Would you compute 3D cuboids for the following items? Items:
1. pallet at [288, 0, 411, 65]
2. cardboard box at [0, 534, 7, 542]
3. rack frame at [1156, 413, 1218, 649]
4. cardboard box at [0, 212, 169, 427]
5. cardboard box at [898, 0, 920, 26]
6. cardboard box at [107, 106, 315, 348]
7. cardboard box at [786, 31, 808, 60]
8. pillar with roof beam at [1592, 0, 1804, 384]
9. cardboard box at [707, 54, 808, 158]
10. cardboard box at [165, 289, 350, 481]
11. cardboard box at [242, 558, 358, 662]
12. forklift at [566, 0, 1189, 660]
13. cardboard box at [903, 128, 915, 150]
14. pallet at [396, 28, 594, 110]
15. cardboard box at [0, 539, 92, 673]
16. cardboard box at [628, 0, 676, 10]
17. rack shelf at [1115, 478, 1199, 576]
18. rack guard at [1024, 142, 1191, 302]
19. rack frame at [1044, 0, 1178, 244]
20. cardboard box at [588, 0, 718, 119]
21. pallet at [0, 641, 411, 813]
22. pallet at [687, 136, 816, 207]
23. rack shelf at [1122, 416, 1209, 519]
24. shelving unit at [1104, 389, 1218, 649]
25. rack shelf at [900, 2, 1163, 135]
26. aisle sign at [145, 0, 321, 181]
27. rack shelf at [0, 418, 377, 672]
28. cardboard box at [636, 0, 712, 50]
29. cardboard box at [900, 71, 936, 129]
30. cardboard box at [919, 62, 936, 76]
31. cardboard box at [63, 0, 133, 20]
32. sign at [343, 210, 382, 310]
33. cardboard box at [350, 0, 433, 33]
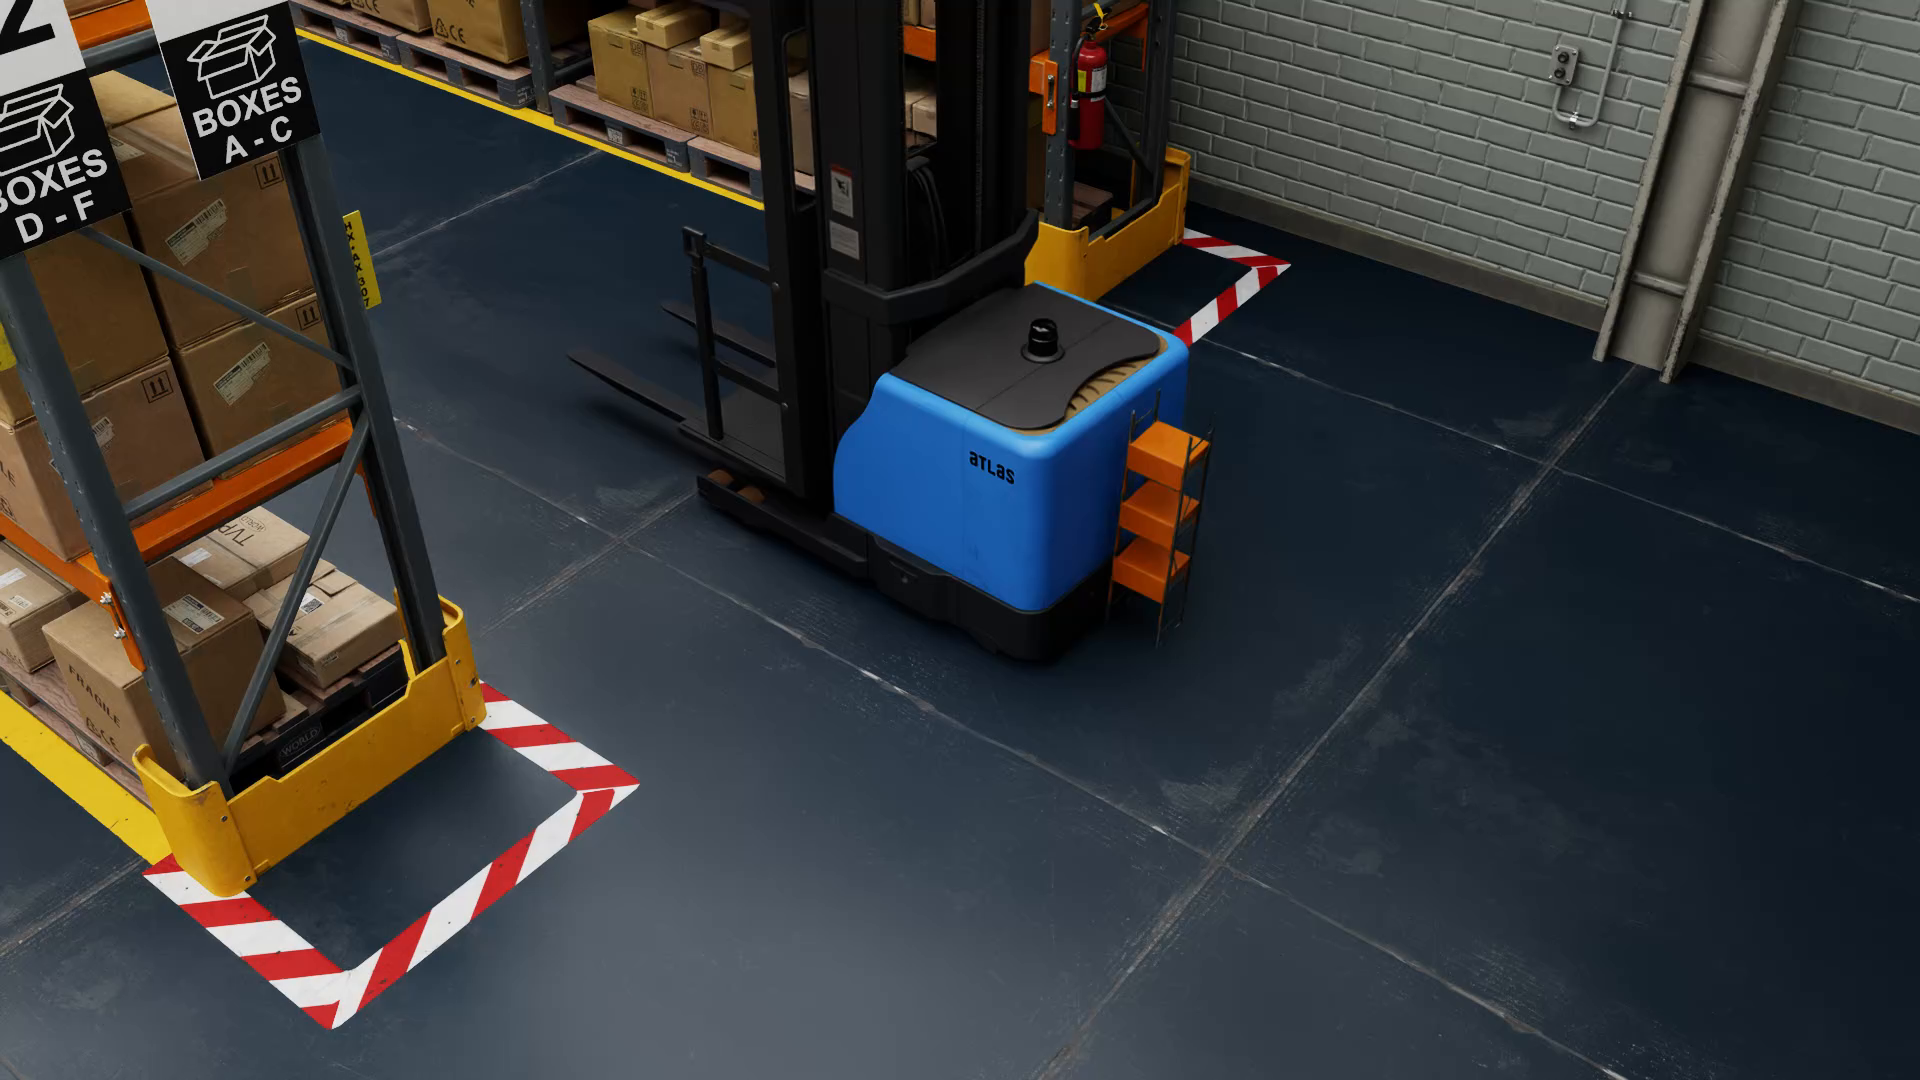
[{"bbox_3d":[-4.027,-3.799,11.932,1.213,0.211,1.003,25,45,29],"label":"pallet"},{"bbox_3d":[-3.906,-0.251,6.805,0.637,0.503,0.797,25,45,29],"label":"cardboard box"},{"bbox_3d":[0.870,-0.016,6.419,0.008,1.050,0.200,26,45,26],"label":"rack frame"},{"bbox_3d":[-2.745,-0.729,4.855,0.500,0.500,0.500,25,44,28],"label":"cardboard box"},{"bbox_3d":[-0.213,-3.262,8.740,0.700,0.700,0.980,25,44,28],"label":"cardboard box"},{"bbox_3d":[-2.416,-0.992,5.192,0.500,0.500,0.500,27,45,30],"label":"cardboard box"},{"bbox_3d":[-0.822,-2.960,9.759,0.250,0.149,0.380,24,44,28],"label":"cardboard box"},{"bbox_3d":[0.837,-2.357,2.961,0.400,9.000,9.100,25,45,29],"label":"pillar with roof beam"},{"bbox_3d":[-1.060,-2.656,9.897,0.500,0.500,0.700,26,45,30],"label":"cardboard box"},{"bbox_3d":[-2.416,-0.598,5.500,0.500,0.500,0.500,26,45,29],"label":"cardboard box"},{"bbox_3d":[-2.546,0.260,6.426,0.250,0.166,0.380,25,45,29],"label":"cardboard box"},{"bbox_3d":[-0.538,-1.446,6.719,3.031,2.935,1.130,27,46,30],"label":"forklift"},{"bbox_3d":[-0.232,-2.272,9.406,0.500,0.500,0.700,25,45,28],"label":"cardboard box"},{"bbox_3d":[-3.053,-3.343,11.348,1.213,0.211,1.003,25,45,29],"label":"pallet"},{"bbox_3d":[-3.542,0.192,6.445,0.500,0.250,0.500,25,45,29],"label":"cardboard box"},{"bbox_3d":[-1.857,-3.446,10.380,0.250,0.149,0.380,25,44,28],"label":"cardboard box"},{"bbox_3d":[0.771,-0.057,6.479,0.240,0.259,0.215,26,45,26],"label":"rack shelf"},{"bbox_3d":[0.802,-1.697,9.012,0.348,0.500,1.175,25,45,29],"label":"rack guard"},{"bbox_3d":[0.782,-2.691,8.253,0.127,3.000,1.000,25,45,29],"label":"rack frame"},{"bbox_3d":[-1.863,-3.040,10.386,0.500,0.500,0.700,26,45,29],"label":"cardboard box"},{"bbox_3d":[-2.918,0.508,6.430,1.213,0.211,1.003,25,45,29],"label":"pallet"},{"bbox_3d":[-0.865,-2.311,10.030,1.213,0.211,1.003,25,45,29],"label":"pallet"},{"bbox_3d":[0.783,-0.275,6.298,0.240,0.259,0.215,26,45,26],"label":"rack shelf"},{"bbox_3d":[0.772,-0.065,6.472,0.252,1.050,0.215,26,45,26],"label":"shelving unit"},{"bbox_3d":[-0.806,-3.156,9.432,4.000,0.370,1.077,25,45,29],"label":"rack shelf"},{"bbox_3d":[-1.991,-1.405,4.503,0.004,0.787,0.394,25,45,29],"label":"aisle sign"},{"bbox_3d":[-3.813,-0.729,6.332,4.000,0.370,1.077,25,45,29],"label":"rack shelf"},{"bbox_3d":[-1.702,-3.077,9.908,0.250,0.149,0.380,27,45,30],"label":"cardboard box"},{"bbox_3d":[-0.250,-2.395,9.036,0.250,0.149,0.380,26,45,30],"label":"cardboard box"},{"bbox_3d":[-0.016,-2.581,9.274,0.250,0.149,0.380,25,45,29],"label":"cardboard box"},{"bbox_3d":[-2.478,-1.703,4.680,0.500,0.250,0.500,25,45,29],"label":"cardboard box"},{"bbox_3d":[-1.894,-0.870,5.226,0.005,0.325,0.100,25,45,29],"label":"sign"},{"bbox_3d":[-3.698,-4.019,11.353,0.750,0.750,0.750,27,45,30],"label":"cardboard box"}]
